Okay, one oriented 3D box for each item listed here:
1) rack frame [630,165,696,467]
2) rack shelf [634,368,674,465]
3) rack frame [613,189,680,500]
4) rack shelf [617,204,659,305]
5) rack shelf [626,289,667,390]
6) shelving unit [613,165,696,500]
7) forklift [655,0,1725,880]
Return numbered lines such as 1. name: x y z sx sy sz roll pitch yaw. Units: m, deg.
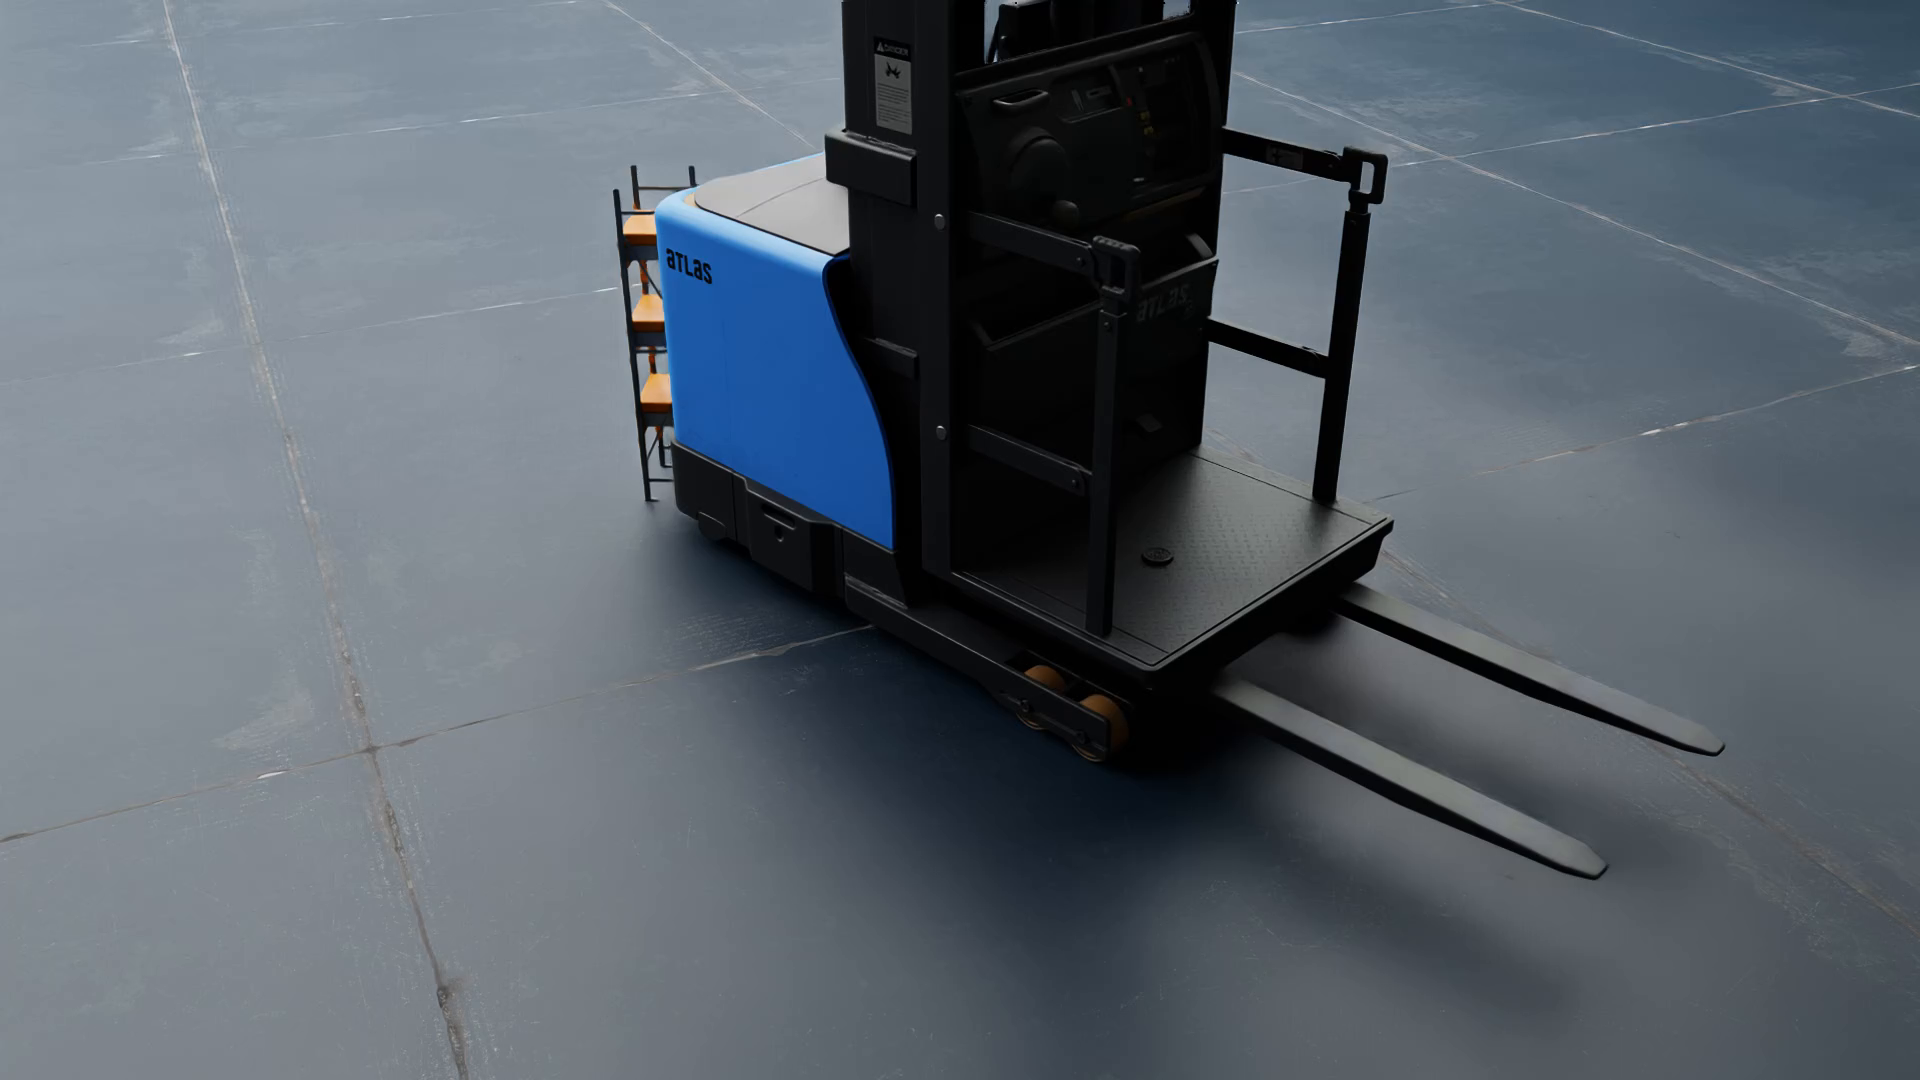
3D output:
1. rack frame: -0.927 -0.708 5.439 0.200 1.050 0.008 1 29 2
2. rack shelf: -0.932 -0.397 5.474 0.215 0.259 0.240 1 29 2
3. rack frame: -0.938 -0.589 5.227 0.200 1.050 0.008 1 29 2
4. rack shelf: -0.933 -0.887 5.199 0.215 0.259 0.240 1 29 2
5. rack shelf: -0.932 -0.639 5.338 0.215 0.259 0.240 1 29 2
6. shelving unit: -0.932 -0.649 5.333 0.215 1.050 0.252 1 29 2
7. forklift: 0.498 -1.002 4.040 3.031 2.935 1.130 26 38 38
